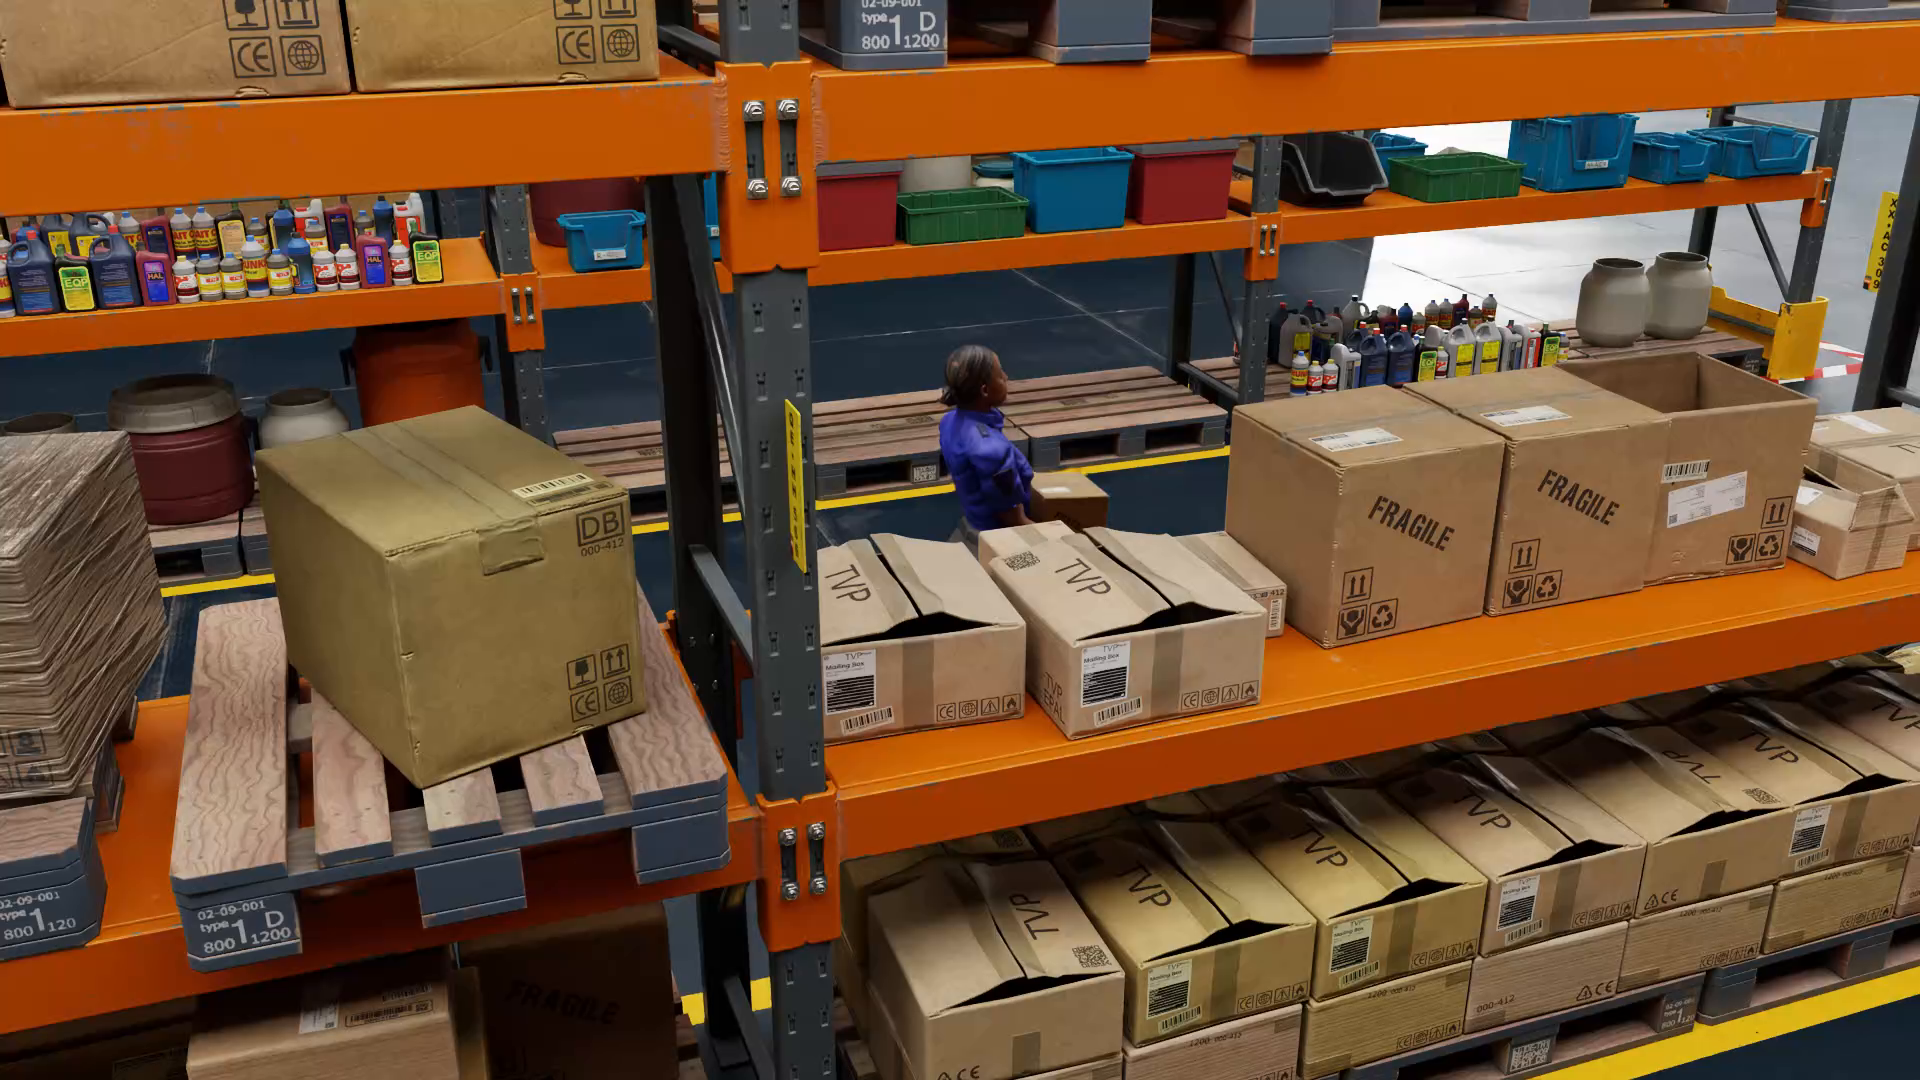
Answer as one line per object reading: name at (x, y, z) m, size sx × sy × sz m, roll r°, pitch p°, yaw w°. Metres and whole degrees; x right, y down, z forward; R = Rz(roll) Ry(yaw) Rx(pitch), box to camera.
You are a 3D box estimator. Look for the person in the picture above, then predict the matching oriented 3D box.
person at (0.176, 0.100, 5.867) m, size 0.512 × 1.649 × 0.452 m, roll -8°, pitch 24°, yaw -19°
